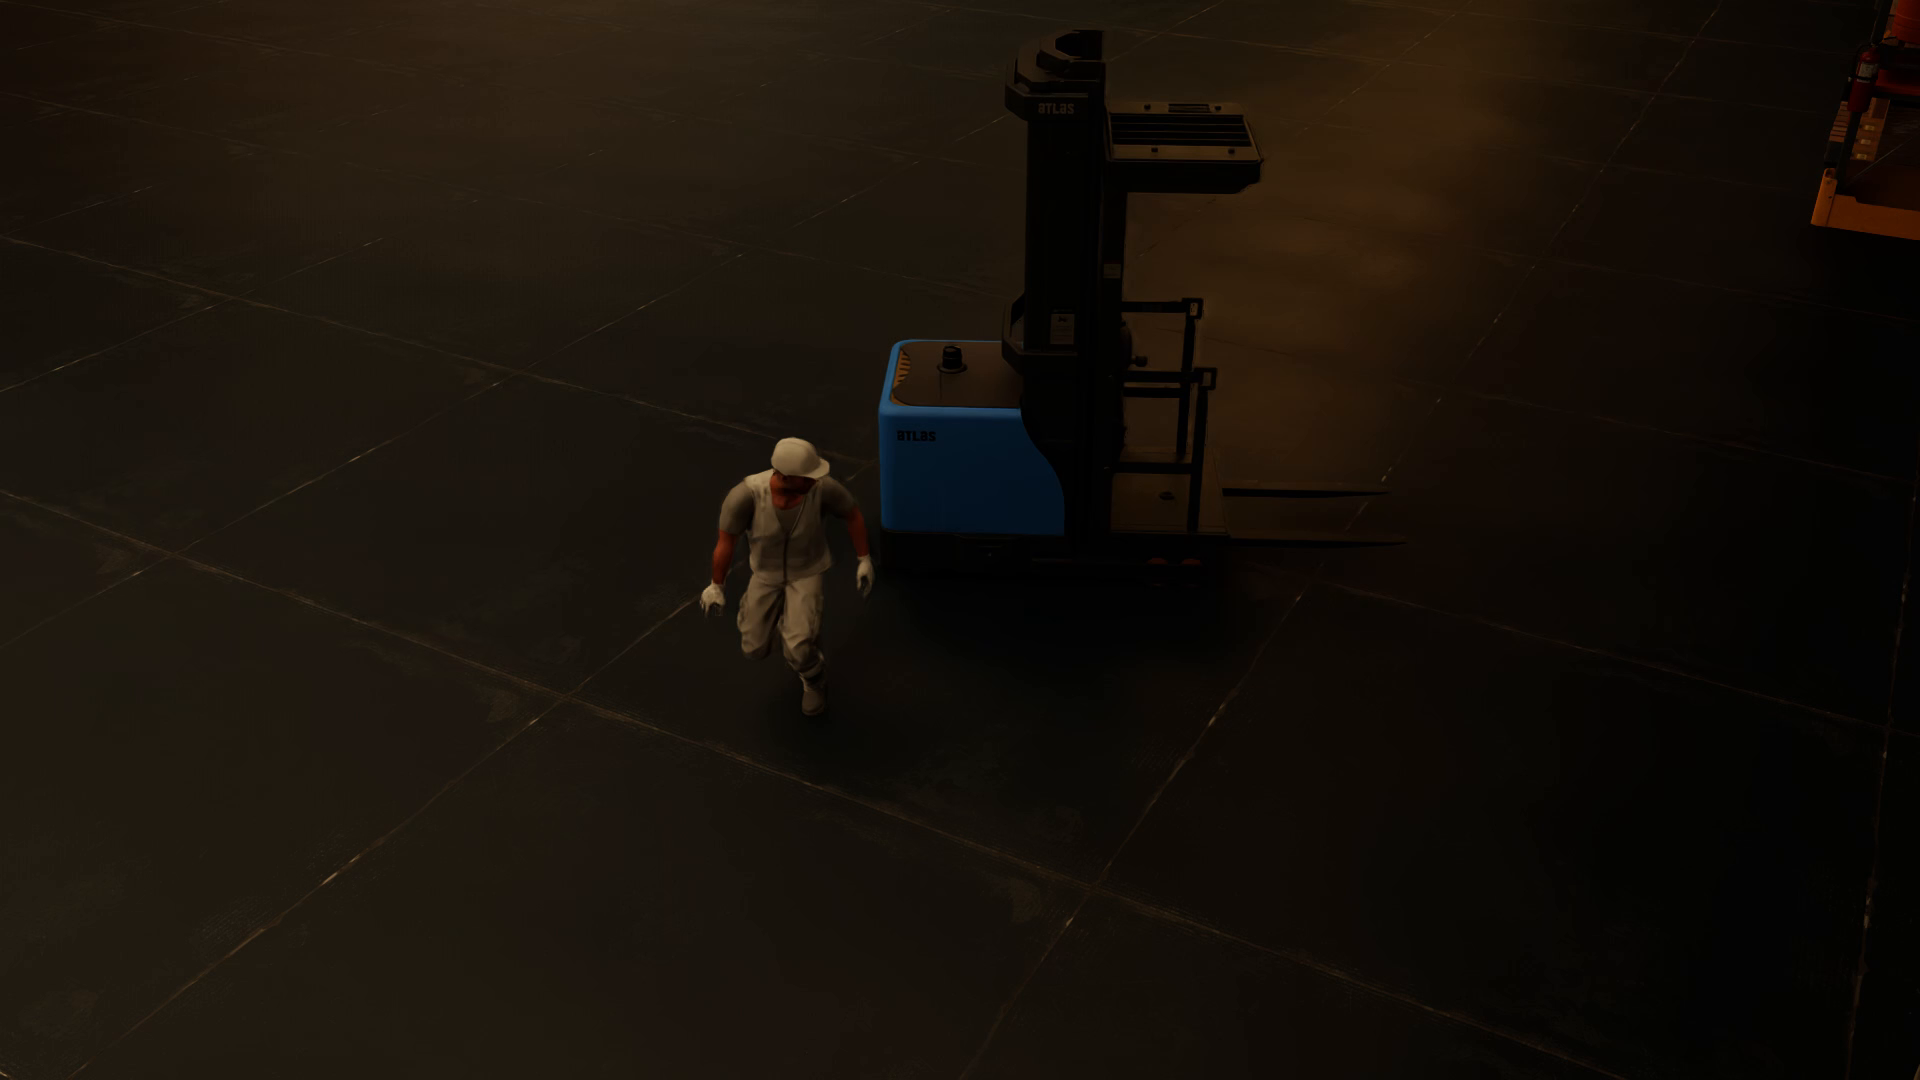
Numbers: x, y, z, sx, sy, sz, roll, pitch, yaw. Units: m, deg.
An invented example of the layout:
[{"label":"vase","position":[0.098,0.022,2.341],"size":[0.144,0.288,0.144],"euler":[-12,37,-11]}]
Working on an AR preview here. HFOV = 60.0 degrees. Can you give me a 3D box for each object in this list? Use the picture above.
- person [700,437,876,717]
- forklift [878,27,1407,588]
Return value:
[{"label":"person","position":[-0.843,0.112,8.264],"size":[0.852,1.567,0.657],"euler":[2,30,3]},{"label":"forklift","position":[1.070,-1.269,9.269],"size":[3.031,2.935,1.130],"euler":[1,30,3]}]
